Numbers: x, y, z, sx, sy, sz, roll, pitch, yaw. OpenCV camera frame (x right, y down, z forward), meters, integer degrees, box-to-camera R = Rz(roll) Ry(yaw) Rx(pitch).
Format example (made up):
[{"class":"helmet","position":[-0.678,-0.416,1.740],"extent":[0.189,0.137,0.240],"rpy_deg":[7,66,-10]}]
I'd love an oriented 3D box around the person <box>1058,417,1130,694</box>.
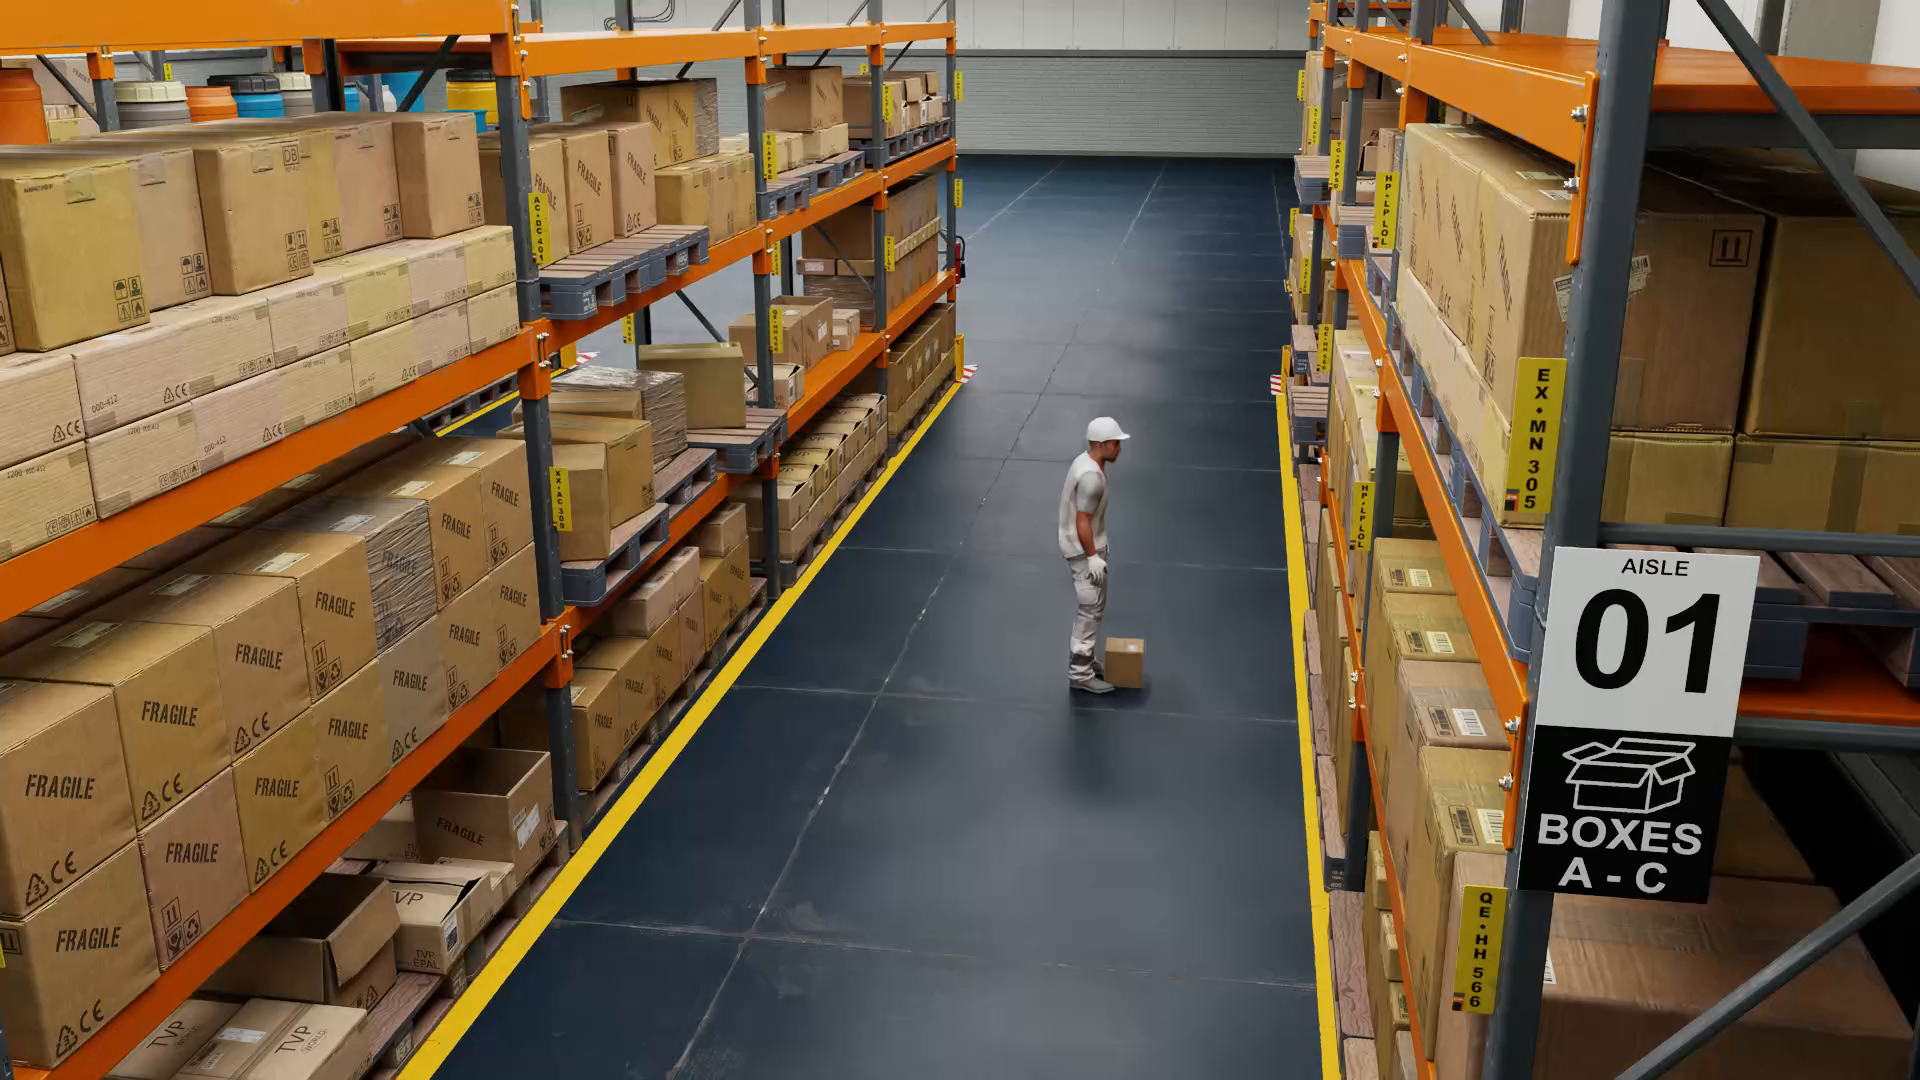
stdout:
[{"class":"person","position":[0.857,0.078,10.784],"extent":[0.444,1.779,0.584],"rpy_deg":[2,18,7]}]
